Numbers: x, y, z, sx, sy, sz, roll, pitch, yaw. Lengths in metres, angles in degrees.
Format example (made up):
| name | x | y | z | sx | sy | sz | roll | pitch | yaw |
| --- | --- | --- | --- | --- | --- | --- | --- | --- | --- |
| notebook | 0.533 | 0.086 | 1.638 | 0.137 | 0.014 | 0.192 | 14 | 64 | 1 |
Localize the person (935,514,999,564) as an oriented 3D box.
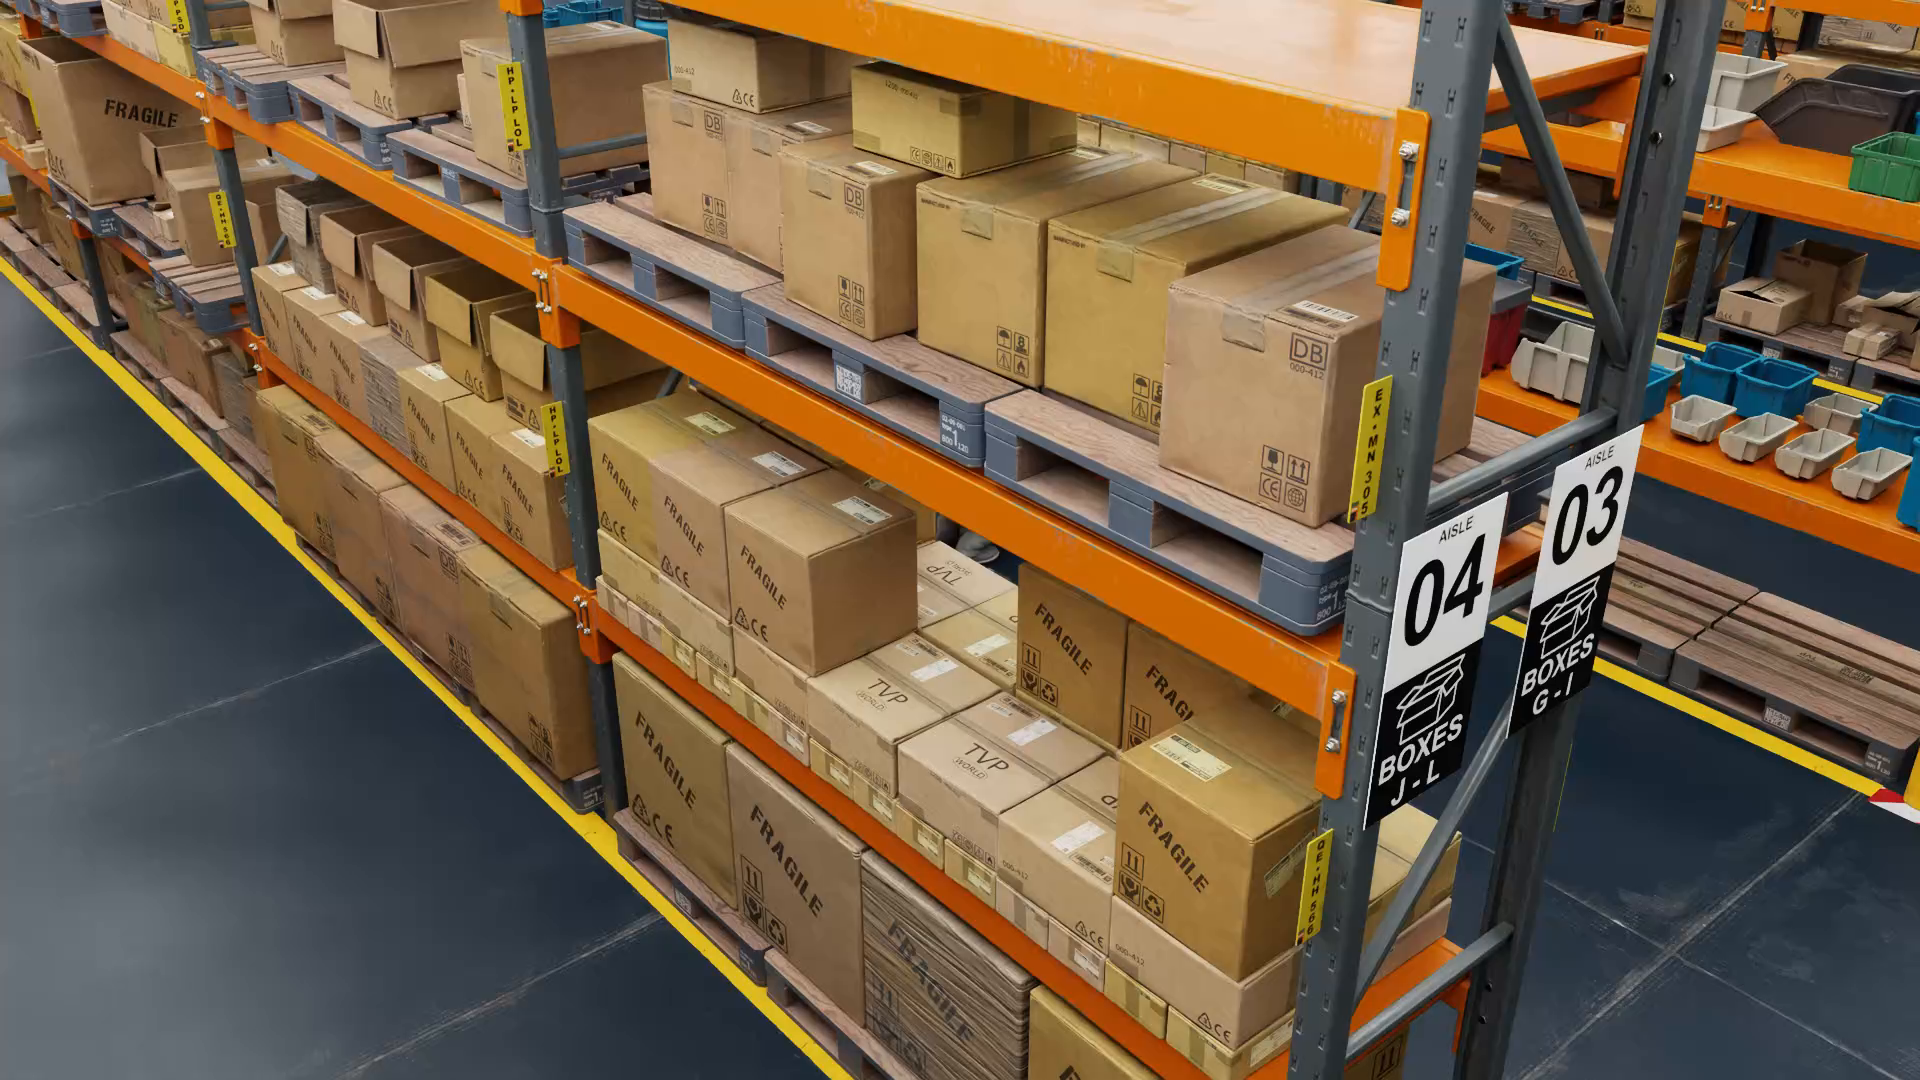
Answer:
| name | x | y | z | sx | sy | sz | roll | pitch | yaw |
| --- | --- | --- | --- | --- | --- | --- | --- | --- | --- |
| person | 0.145 | -0.360 | 10.214 | 1.027 | 0.913 | 0.529 | -23 | 36 | -37 |
